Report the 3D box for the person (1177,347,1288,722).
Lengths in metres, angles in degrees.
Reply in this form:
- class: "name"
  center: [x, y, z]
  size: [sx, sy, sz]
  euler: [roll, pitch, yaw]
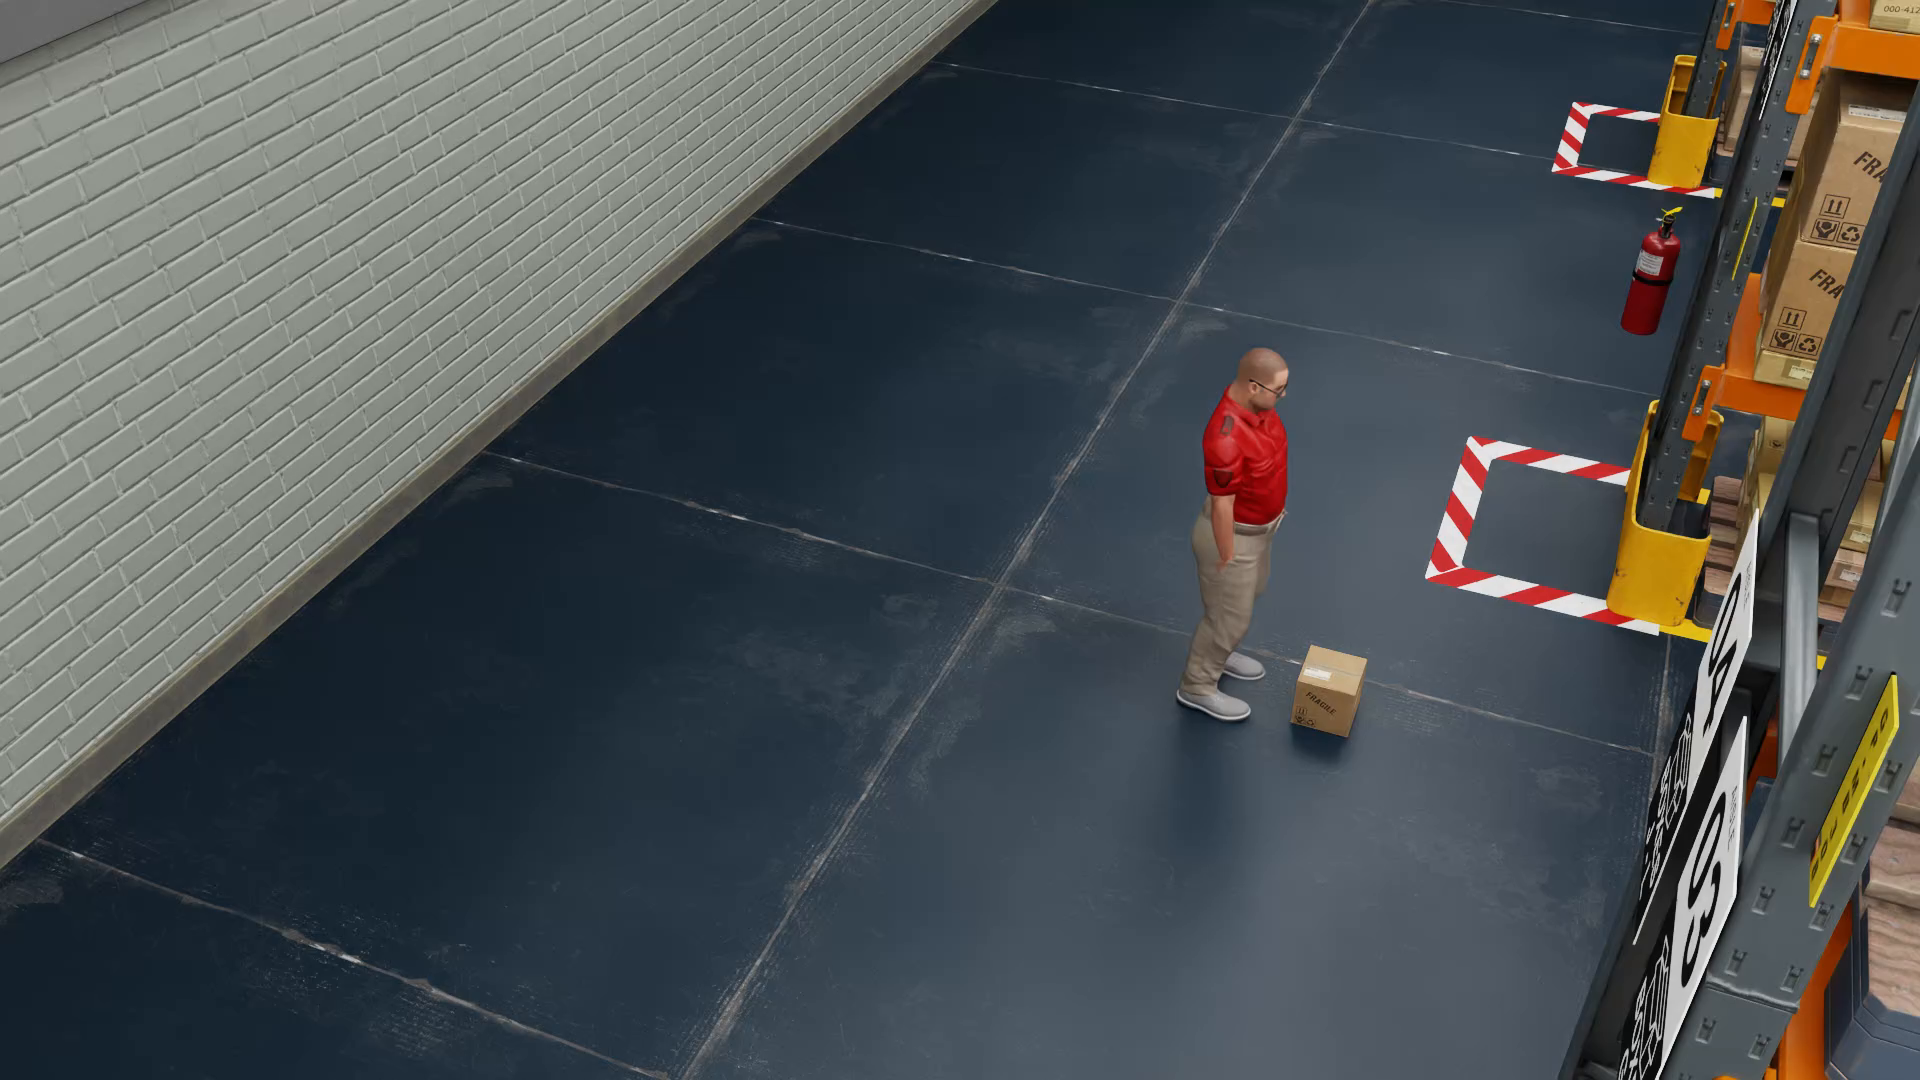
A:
- class: "person"
  center: [1.166, -0.041, 6.903]
  size: [0.358, 1.723, 0.531]
  euler: [15, 40, 19]
